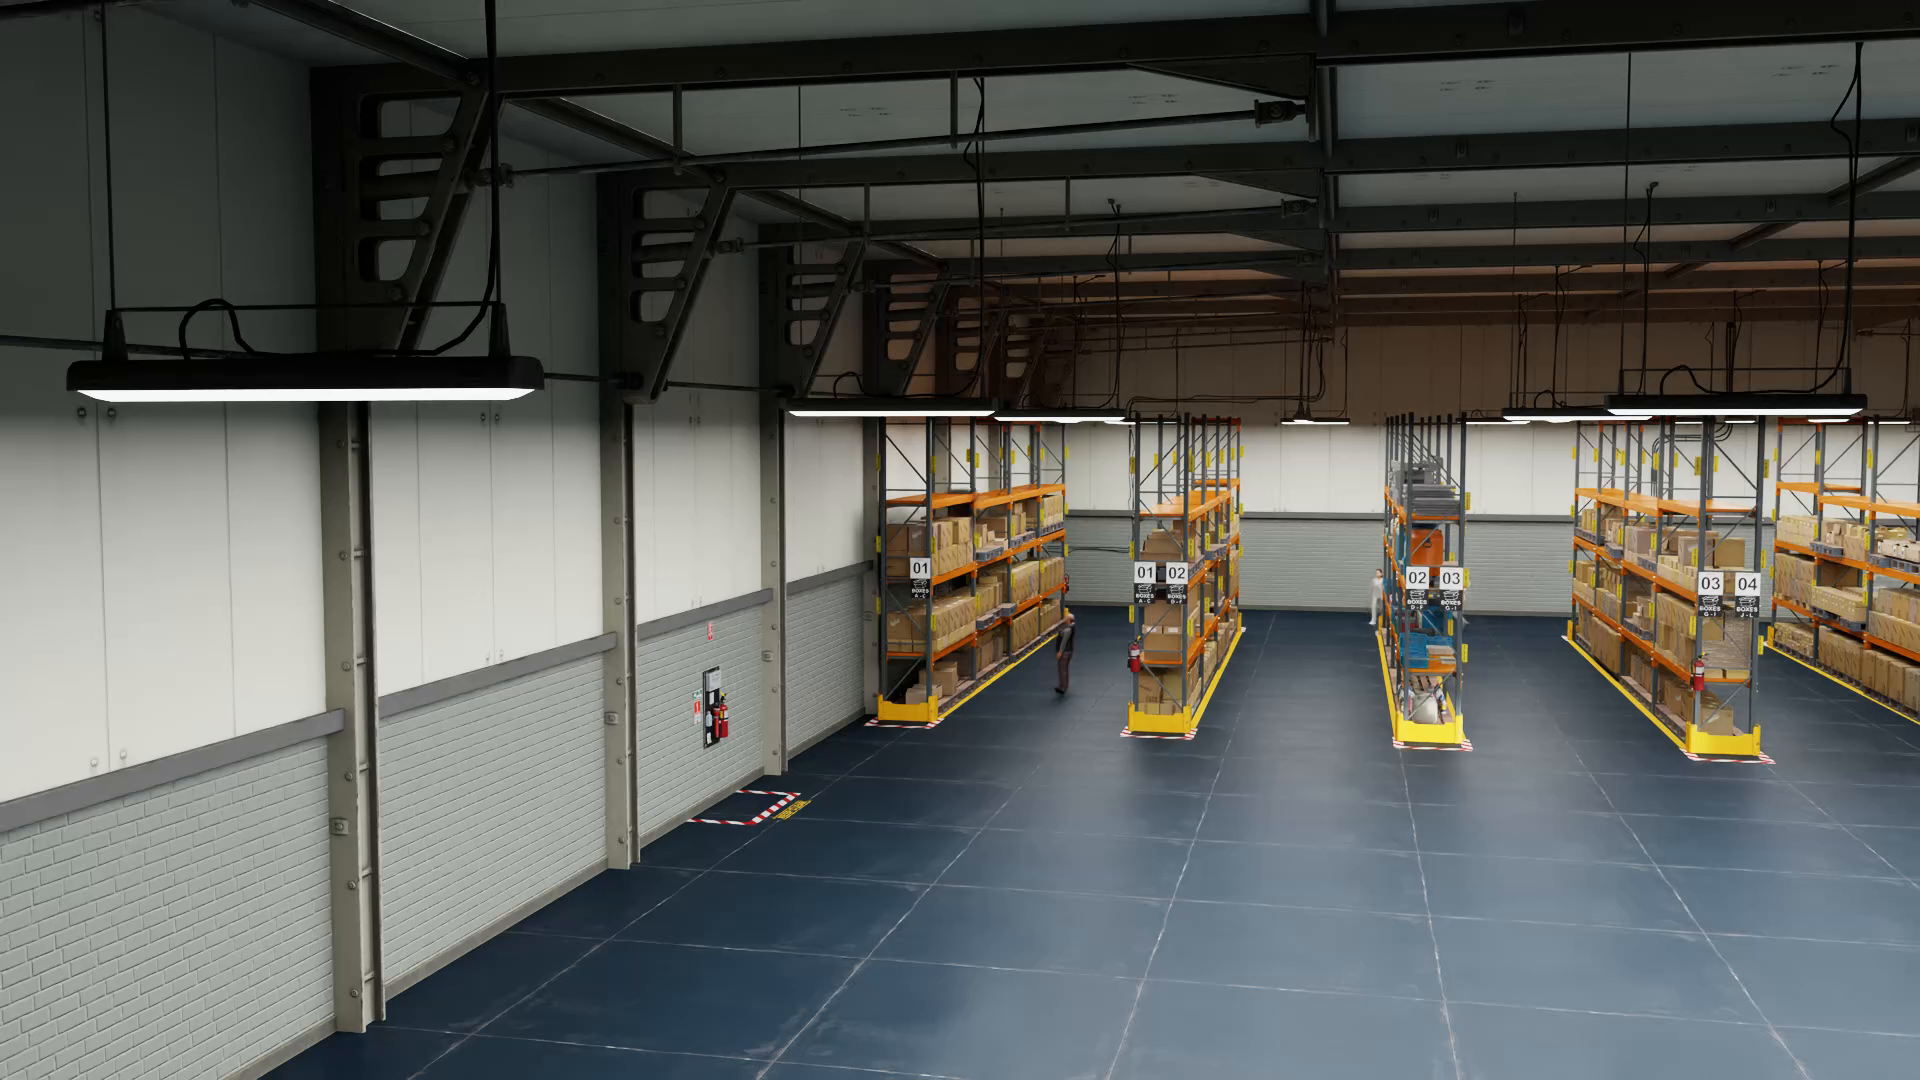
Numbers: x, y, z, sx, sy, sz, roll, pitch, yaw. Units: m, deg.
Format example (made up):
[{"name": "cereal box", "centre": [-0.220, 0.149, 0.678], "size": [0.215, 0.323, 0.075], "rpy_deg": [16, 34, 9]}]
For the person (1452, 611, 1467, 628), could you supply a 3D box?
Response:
[{"name": "person", "centre": [13.883, 1.723, 46.944], "size": [0.852, 1.638, 0.498], "rpy_deg": [-1, 4, -21]}]

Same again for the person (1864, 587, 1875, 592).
[{"name": "person", "centre": [23.132, 2.036, 42.408], "size": [0.500, 1.677, 0.356], "rpy_deg": [-3, 5, -42]}]

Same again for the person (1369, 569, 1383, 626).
[{"name": "person", "centre": [12.142, 1.649, 48.233], "size": [0.442, 1.625, 1.061], "rpy_deg": [1, 4, 19]}]

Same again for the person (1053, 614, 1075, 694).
[{"name": "person", "centre": [2.210, 2.440, 35.884], "size": [0.527, 1.718, 0.554], "rpy_deg": [1, 4, 21]}]
